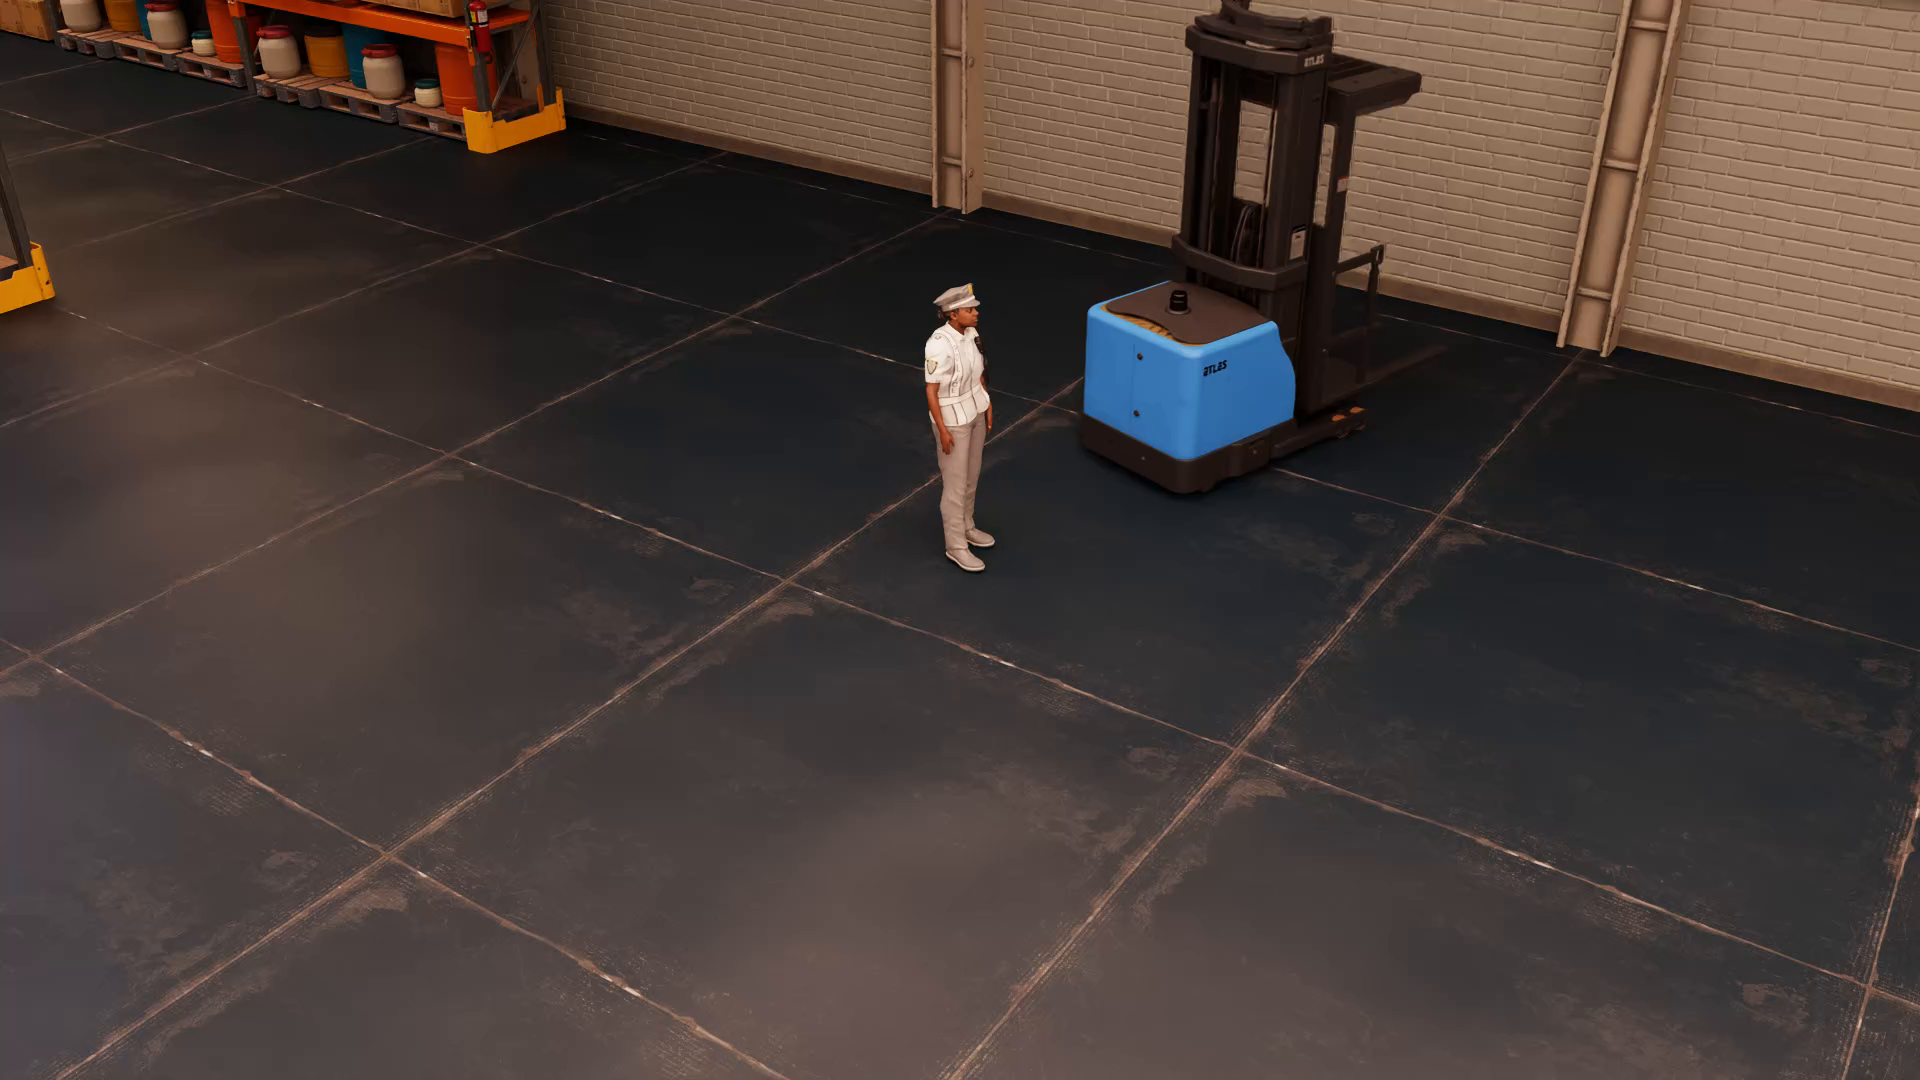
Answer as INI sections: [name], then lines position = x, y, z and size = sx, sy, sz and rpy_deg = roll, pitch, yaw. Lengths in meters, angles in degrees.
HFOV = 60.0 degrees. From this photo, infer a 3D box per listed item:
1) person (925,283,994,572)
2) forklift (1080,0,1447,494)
[person]
position = 0.051, -0.710, 10.021
size = 0.530, 1.695, 0.570
rpy_deg = 19, 35, 29
[forklift]
position = 2.293, -2.171, 11.320
size = 3.031, 2.935, 1.130
rpy_deg = -22, 37, -33
